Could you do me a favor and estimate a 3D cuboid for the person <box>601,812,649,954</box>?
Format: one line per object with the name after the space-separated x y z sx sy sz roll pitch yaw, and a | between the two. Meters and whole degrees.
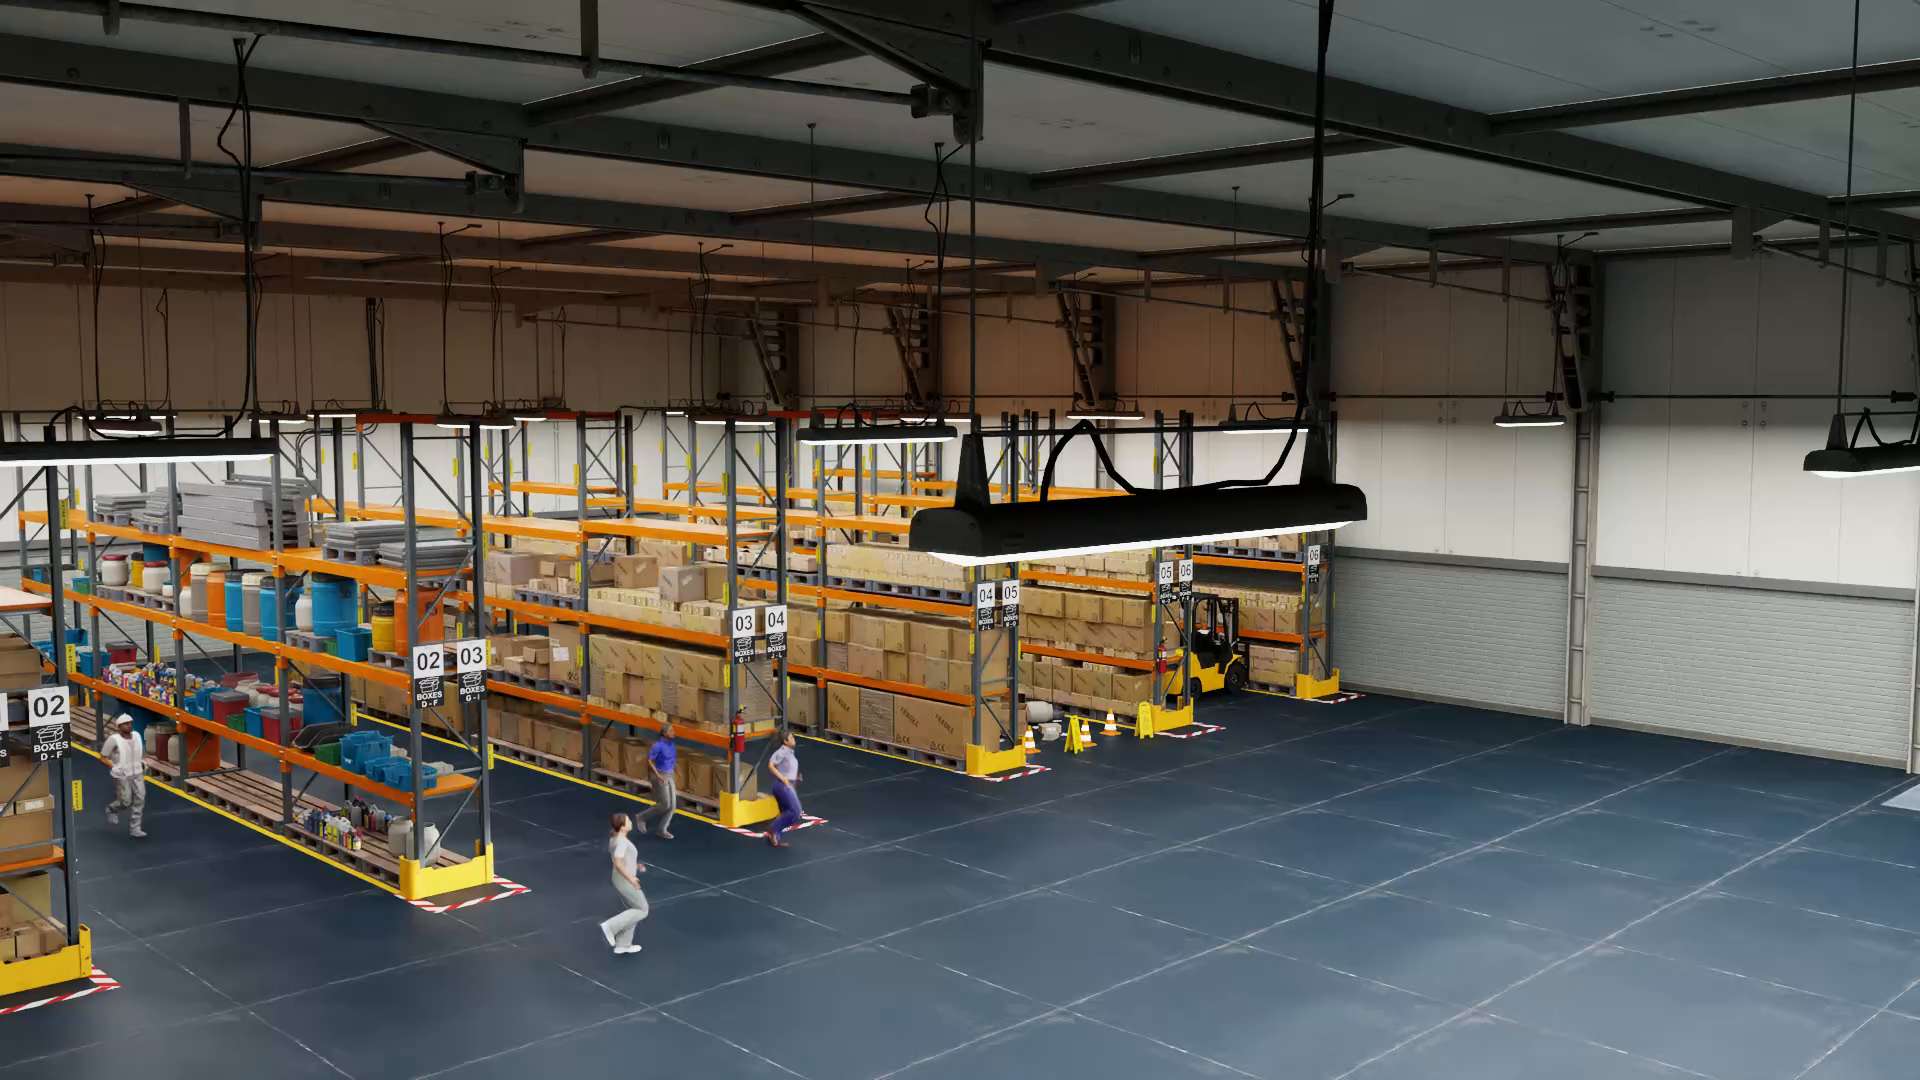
-3.815 3.888 18.852 0.568 1.624 0.575 -2 5 -25 | person

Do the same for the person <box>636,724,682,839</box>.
-4.306 3.454 23.992 0.575 1.601 0.636 2 5 21 | person

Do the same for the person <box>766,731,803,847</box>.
-2.472 3.507 23.458 0.507 1.585 0.612 0 5 0 | person

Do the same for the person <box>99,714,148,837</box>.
-11.983 3.377 23.917 0.799 1.752 0.700 3 6 31 | person
